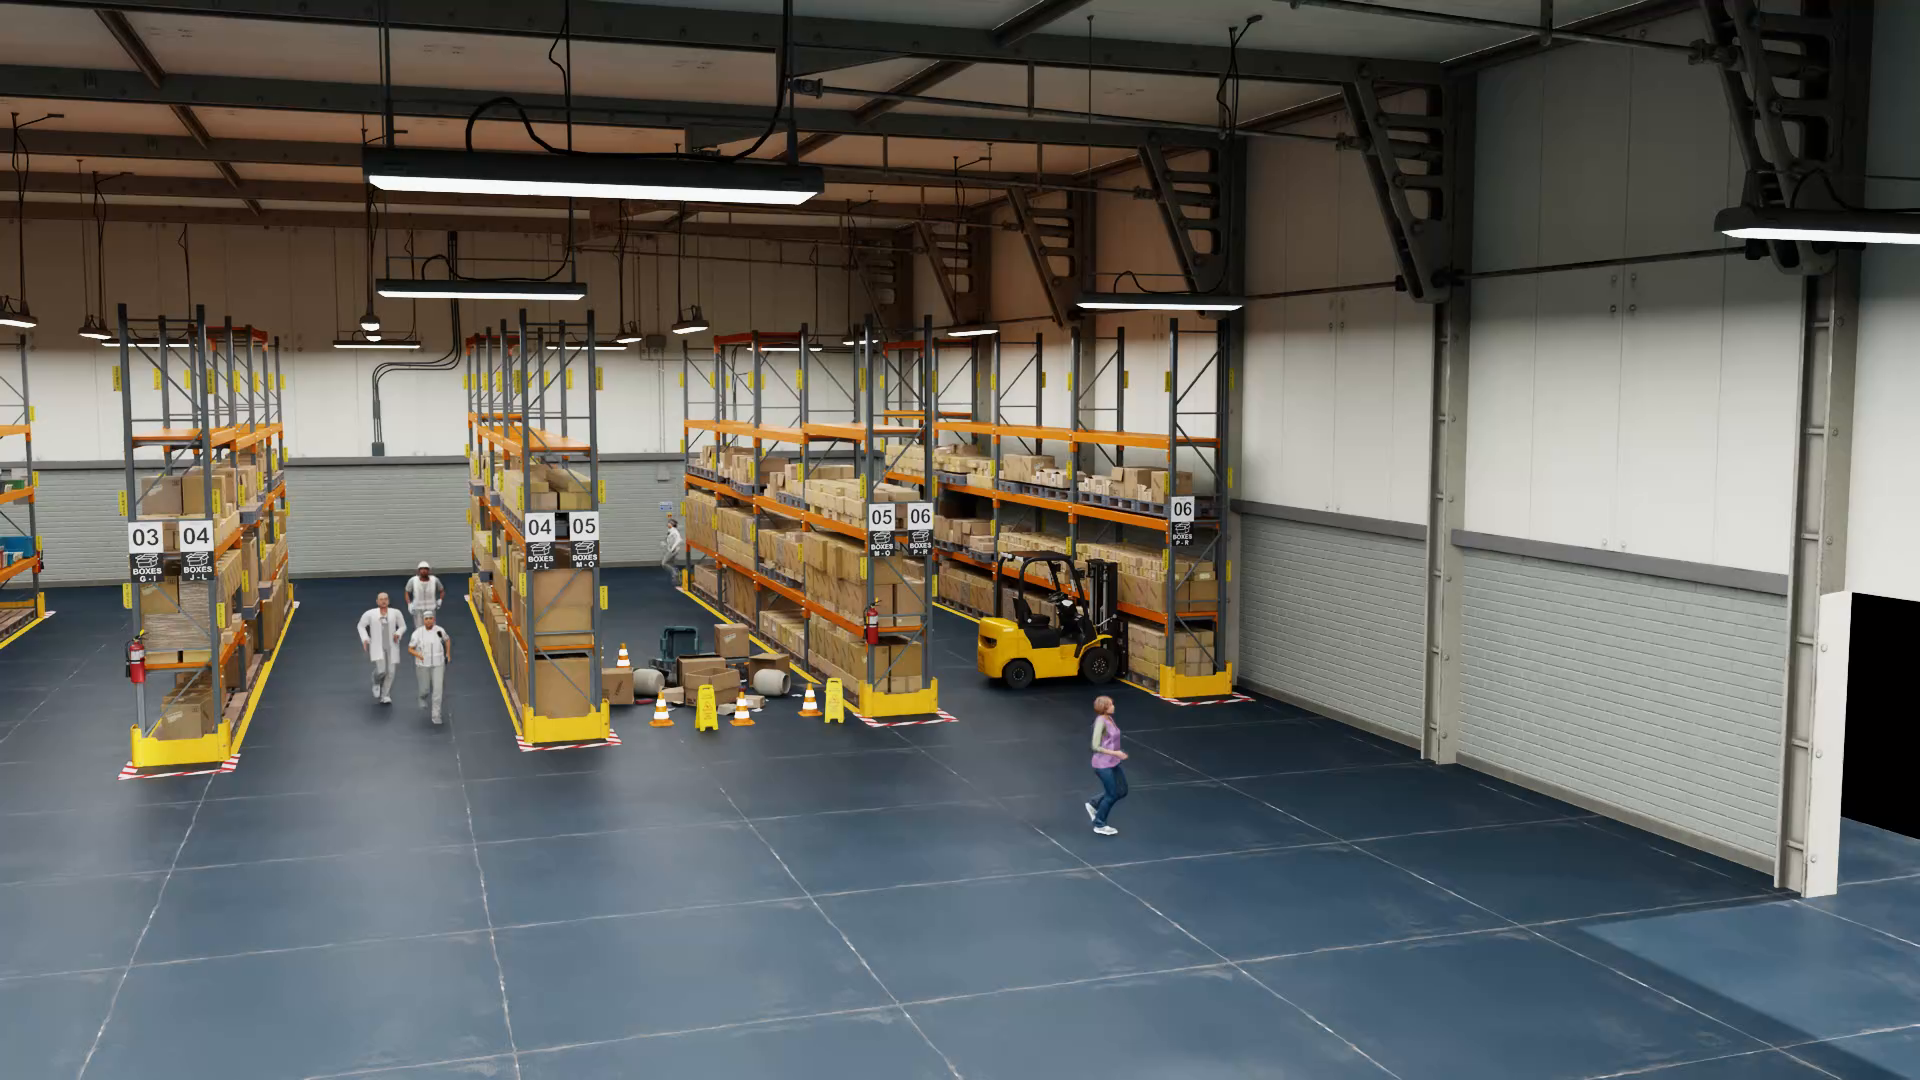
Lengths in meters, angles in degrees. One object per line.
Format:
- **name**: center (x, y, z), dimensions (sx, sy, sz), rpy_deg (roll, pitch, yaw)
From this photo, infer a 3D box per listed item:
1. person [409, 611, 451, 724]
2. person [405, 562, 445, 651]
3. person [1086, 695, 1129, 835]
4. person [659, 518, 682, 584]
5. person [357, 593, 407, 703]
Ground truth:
- **person**: center (-7.820, 1.856, 24.597), dimensions (0.621, 1.633, 0.932), rpy_deg (-2, 6, -25)
- **person**: center (-9.751, 1.260, 30.347), dimensions (0.699, 1.749, 0.592), rpy_deg (-2, 6, -22)
- **person**: center (1.635, 2.486, 18.388), dimensions (0.551, 1.553, 0.530), rpy_deg (2, 6, 23)
- **person**: center (-7.164, 0.271, 41.153), dimensions (0.555, 1.671, 0.621), rpy_deg (-1, 6, -10)
- **person**: center (-8.955, 1.692, 25.881), dimensions (0.713, 1.737, 0.624), rpy_deg (-3, 6, -29)
